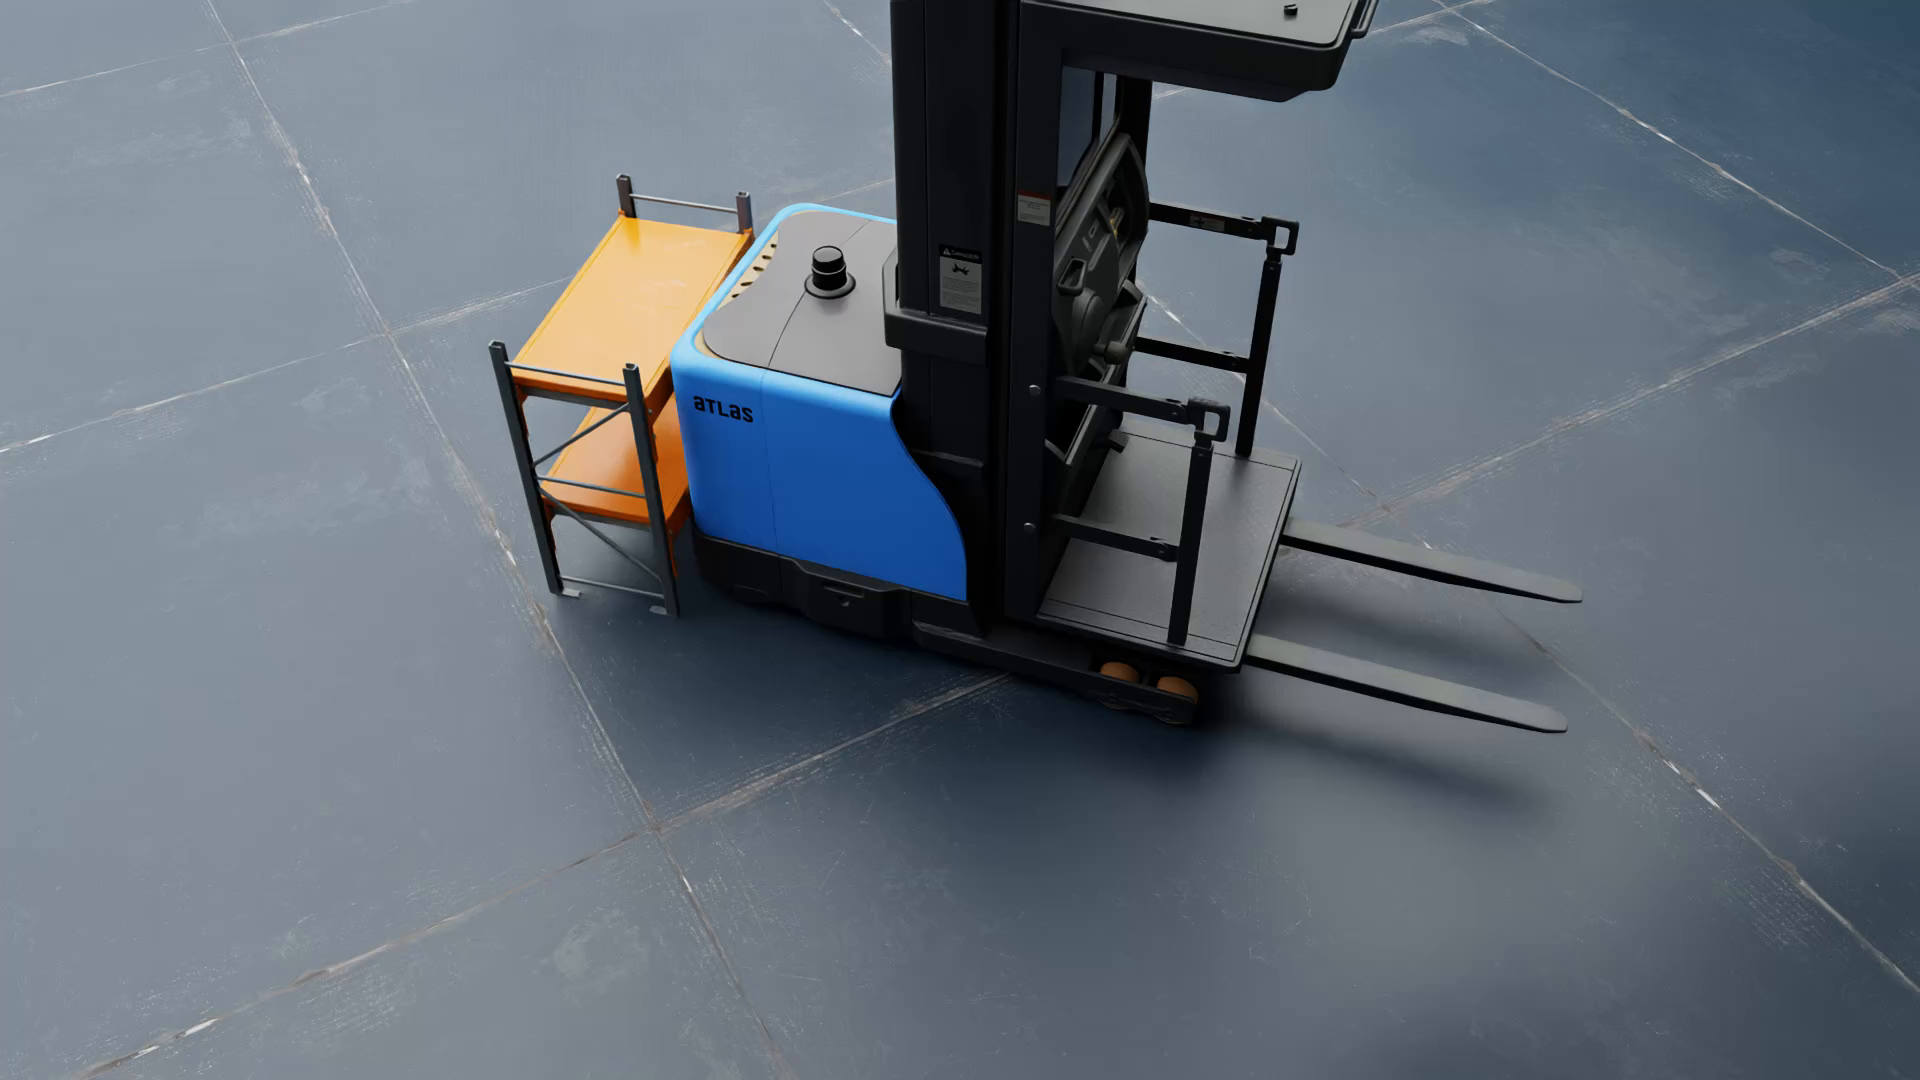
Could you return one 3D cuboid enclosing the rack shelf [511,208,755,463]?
[{"bbox_3d":[-1.121,-0.731,5.775,0.538,0.278,1.000,10,45,11],"label":"rack shelf"}]

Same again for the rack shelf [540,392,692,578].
[{"bbox_3d":[-1.120,-0.346,6.149,0.538,0.278,1.000,10,45,11],"label":"rack shelf"}]

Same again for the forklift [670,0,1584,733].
[{"bbox_3d":[0.618,-0.851,5.022,3.031,2.935,1.130,14,46,14],"label":"forklift"}]

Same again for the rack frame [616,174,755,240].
[{"bbox_3d":[-0.991,-0.864,6.331,0.500,1.125,0.032,10,45,11],"label":"rack frame"}]

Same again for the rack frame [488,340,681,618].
[{"bbox_3d":[-1.250,-0.179,5.626,0.500,1.125,0.032,10,45,11],"label":"rack frame"}]

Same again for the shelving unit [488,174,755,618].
[{"bbox_3d":[-1.120,-0.521,5.978,0.538,1.125,1.048,10,45,11],"label":"shelving unit"}]
